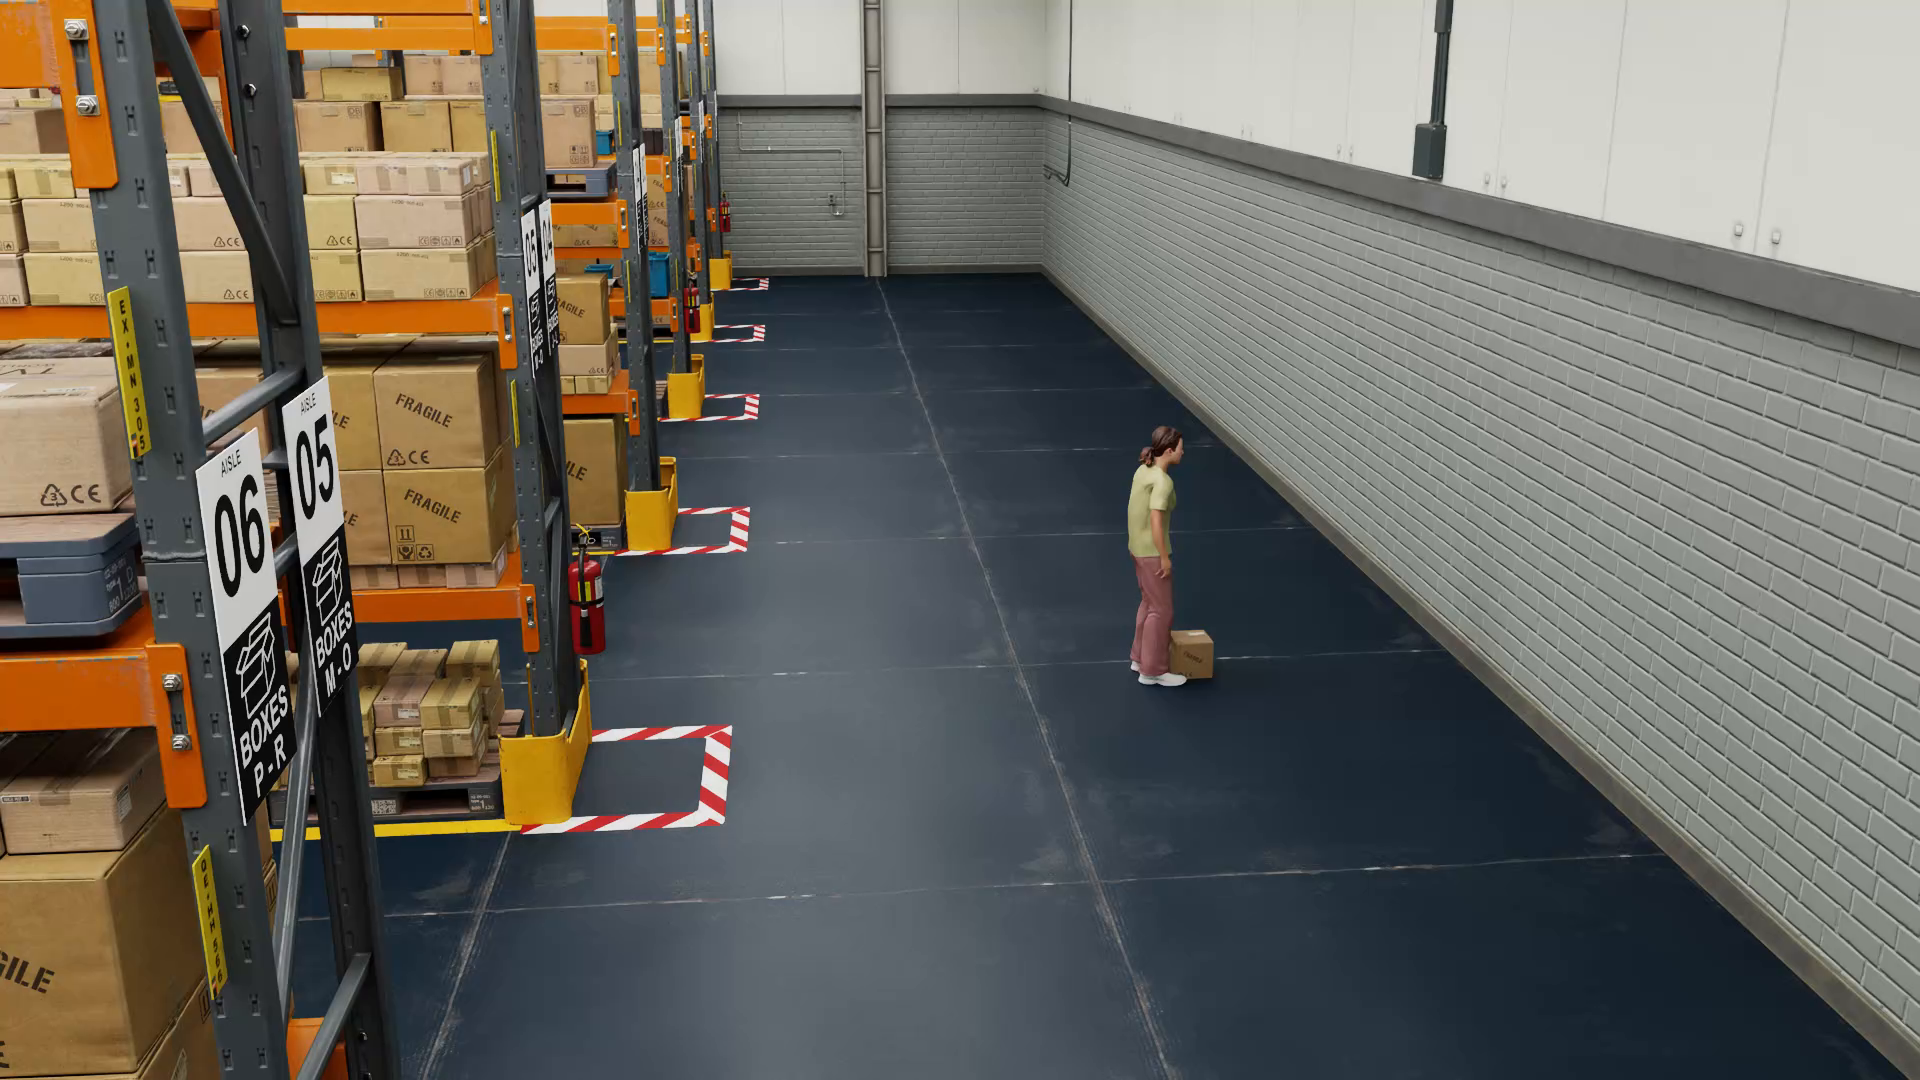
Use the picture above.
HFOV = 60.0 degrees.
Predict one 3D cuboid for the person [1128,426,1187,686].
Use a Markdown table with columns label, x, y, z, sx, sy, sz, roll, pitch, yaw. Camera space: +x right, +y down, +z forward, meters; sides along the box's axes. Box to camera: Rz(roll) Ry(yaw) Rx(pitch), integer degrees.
| label | x | y | z | sx | sy | sz | roll | pitch | yaw |
| --- | --- | --- | --- | --- | --- | --- | --- | --- | --- |
| person | 1.274 | 0.086 | 10.761 | 0.367 | 1.671 | 0.512 | -3 | 17 | -9 |
